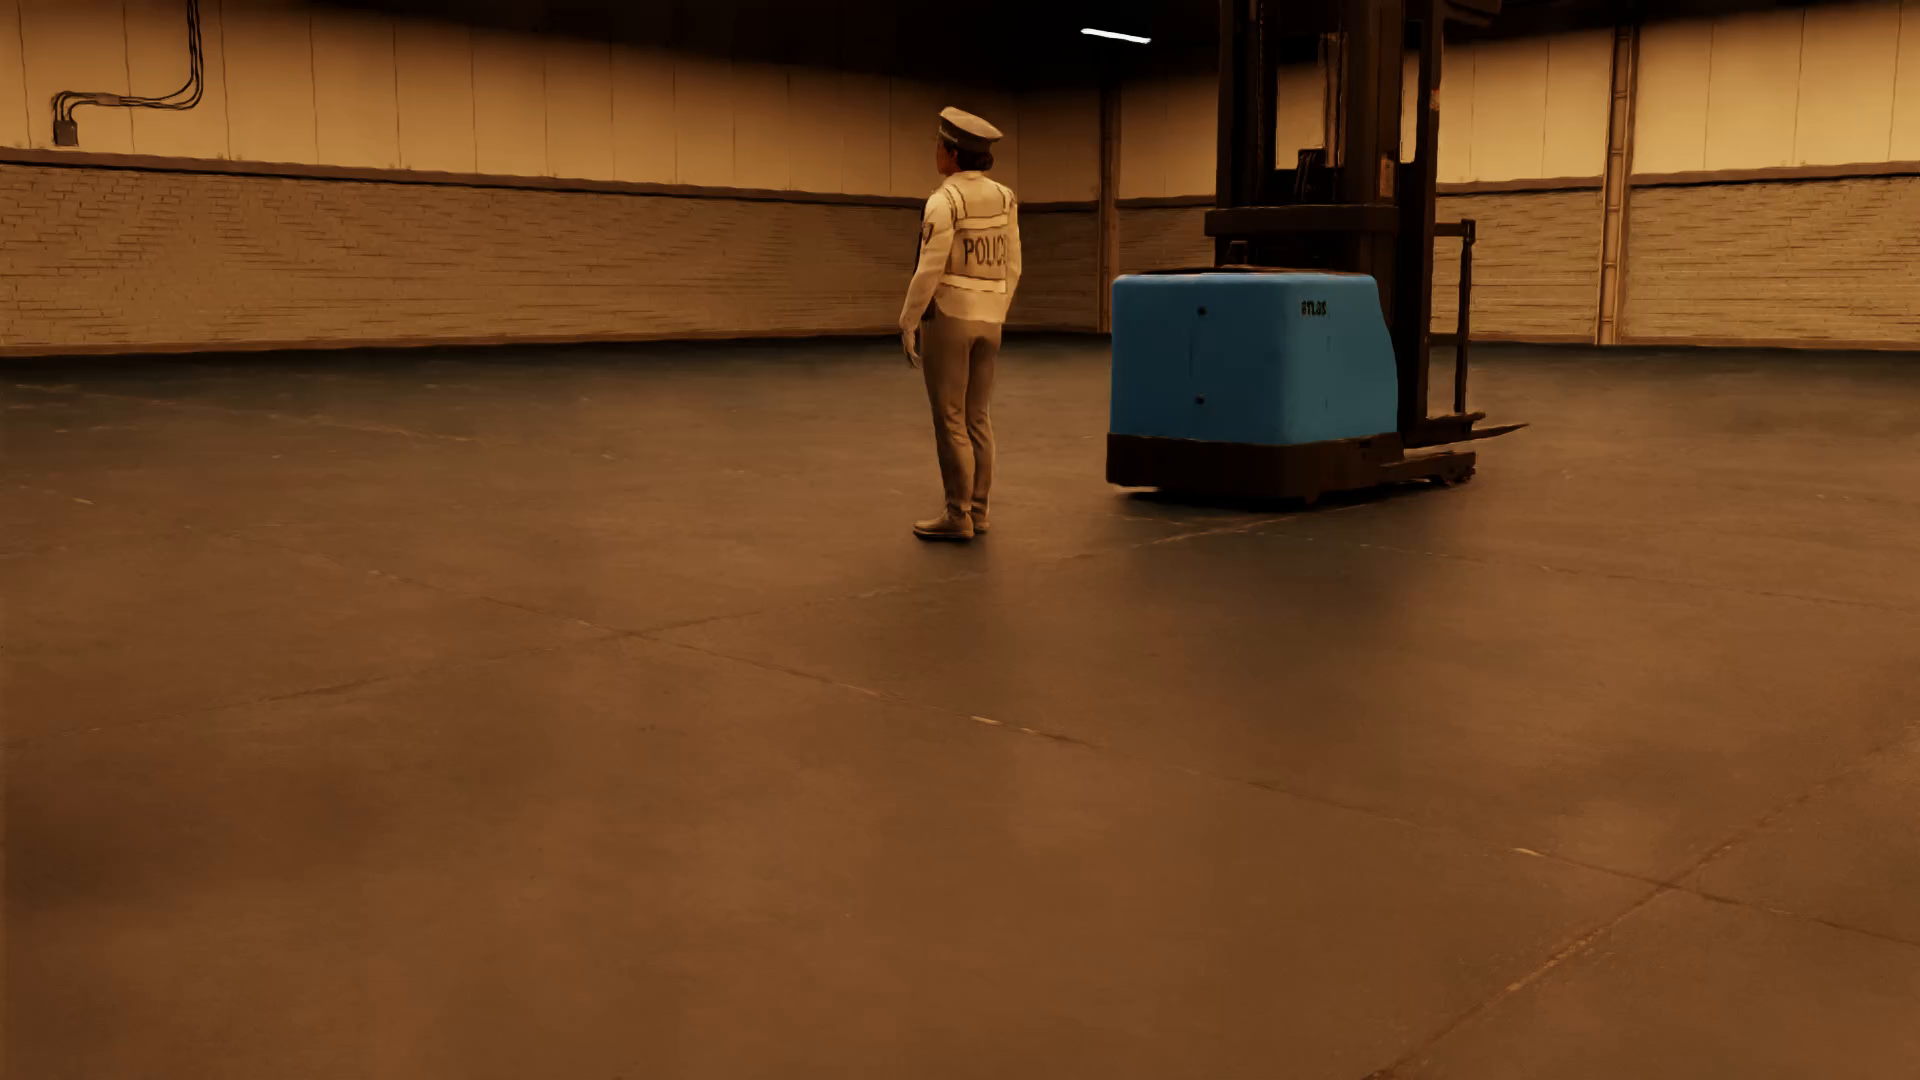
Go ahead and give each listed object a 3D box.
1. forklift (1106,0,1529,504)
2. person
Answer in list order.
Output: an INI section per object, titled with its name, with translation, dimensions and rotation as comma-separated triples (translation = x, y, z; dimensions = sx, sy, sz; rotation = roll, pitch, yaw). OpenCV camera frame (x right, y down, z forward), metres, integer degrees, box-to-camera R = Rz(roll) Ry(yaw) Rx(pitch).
[forklift]
translation = 2.078, -1.780, 8.693
dimensions = 1.130, 2.935, 3.031
rotation = 8, 11, 42
[person]
translation = -0.044, -0.853, 6.641
dimensions = 0.532, 1.695, 0.586
rotation = 8, 12, 43
